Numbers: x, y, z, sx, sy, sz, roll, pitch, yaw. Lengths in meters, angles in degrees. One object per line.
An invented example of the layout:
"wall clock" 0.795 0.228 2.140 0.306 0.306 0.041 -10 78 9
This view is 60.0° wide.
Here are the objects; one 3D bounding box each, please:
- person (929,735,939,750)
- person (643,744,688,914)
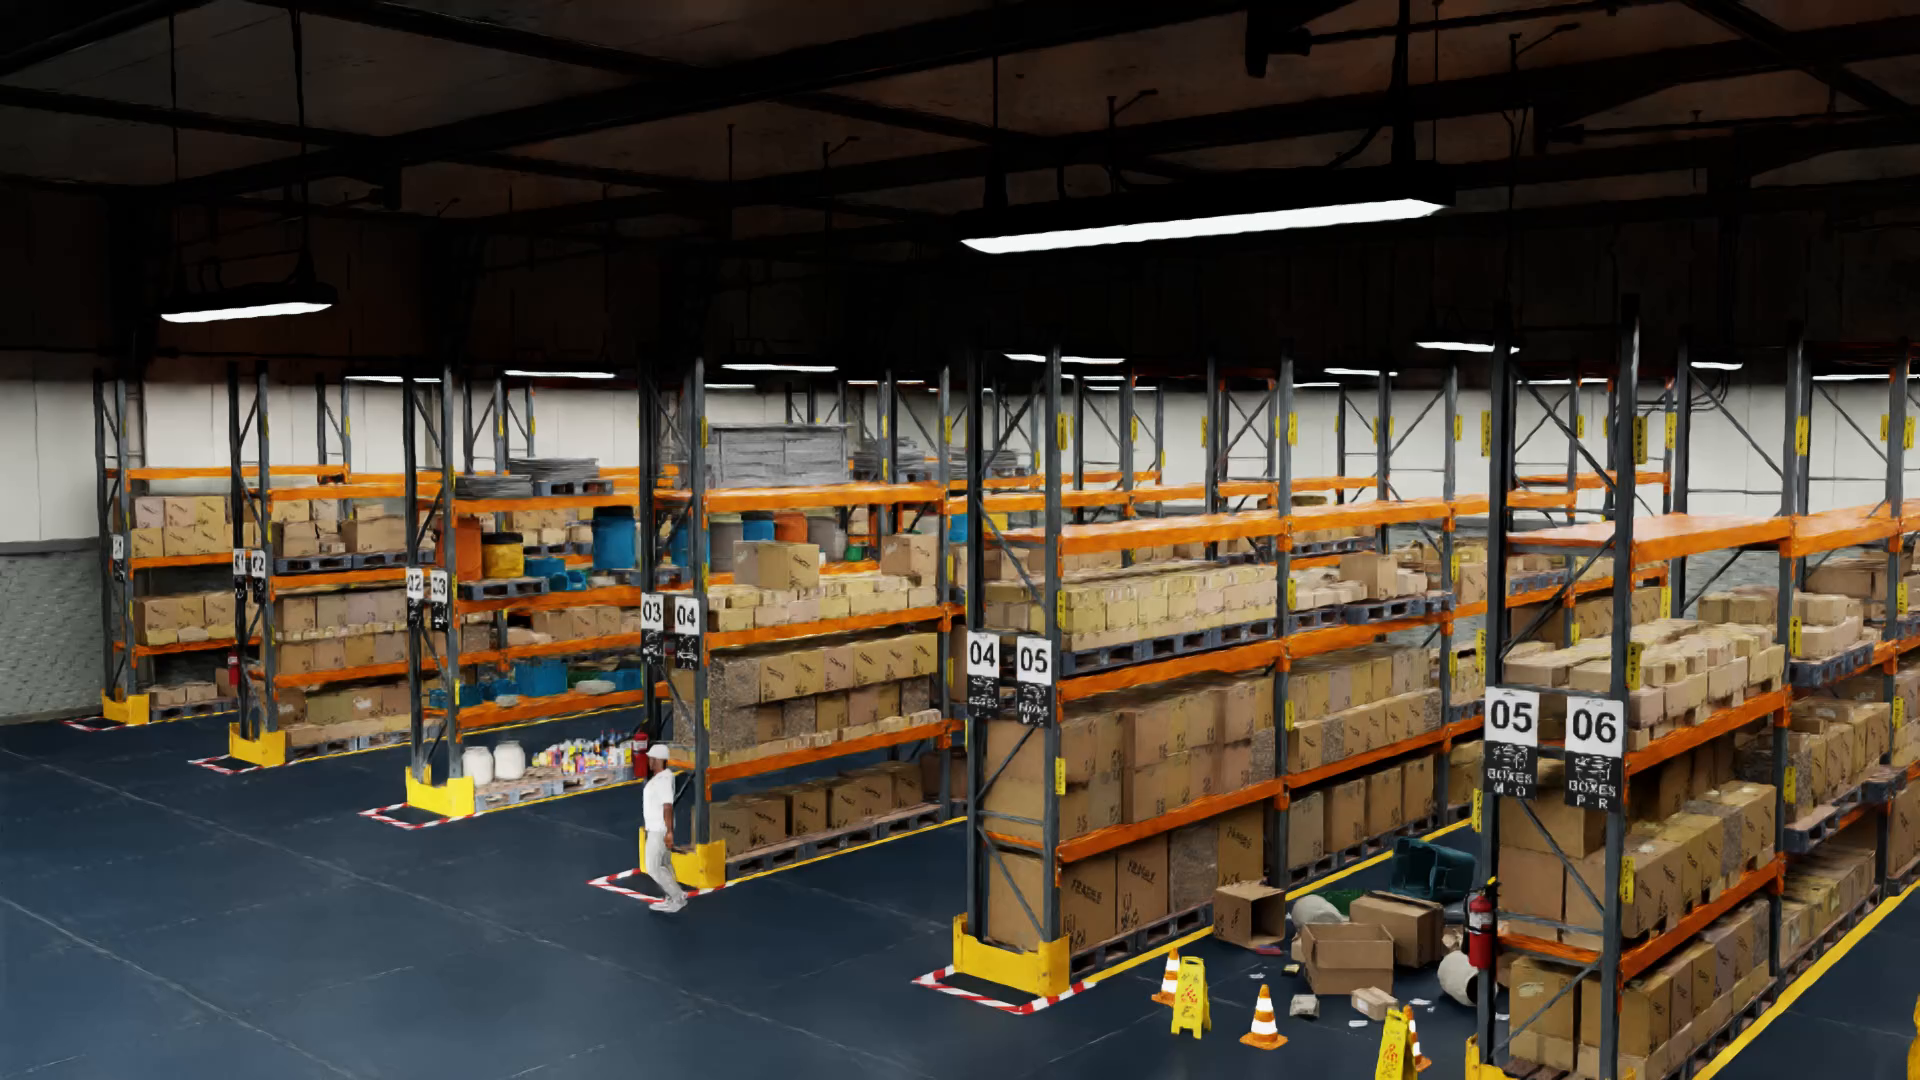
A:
"person" -0.340 2.526 24.876 0.807 1.627 0.609 -4 6 -43
"person" -3.075 3.010 17.351 0.455 1.755 0.680 0 4 -7
